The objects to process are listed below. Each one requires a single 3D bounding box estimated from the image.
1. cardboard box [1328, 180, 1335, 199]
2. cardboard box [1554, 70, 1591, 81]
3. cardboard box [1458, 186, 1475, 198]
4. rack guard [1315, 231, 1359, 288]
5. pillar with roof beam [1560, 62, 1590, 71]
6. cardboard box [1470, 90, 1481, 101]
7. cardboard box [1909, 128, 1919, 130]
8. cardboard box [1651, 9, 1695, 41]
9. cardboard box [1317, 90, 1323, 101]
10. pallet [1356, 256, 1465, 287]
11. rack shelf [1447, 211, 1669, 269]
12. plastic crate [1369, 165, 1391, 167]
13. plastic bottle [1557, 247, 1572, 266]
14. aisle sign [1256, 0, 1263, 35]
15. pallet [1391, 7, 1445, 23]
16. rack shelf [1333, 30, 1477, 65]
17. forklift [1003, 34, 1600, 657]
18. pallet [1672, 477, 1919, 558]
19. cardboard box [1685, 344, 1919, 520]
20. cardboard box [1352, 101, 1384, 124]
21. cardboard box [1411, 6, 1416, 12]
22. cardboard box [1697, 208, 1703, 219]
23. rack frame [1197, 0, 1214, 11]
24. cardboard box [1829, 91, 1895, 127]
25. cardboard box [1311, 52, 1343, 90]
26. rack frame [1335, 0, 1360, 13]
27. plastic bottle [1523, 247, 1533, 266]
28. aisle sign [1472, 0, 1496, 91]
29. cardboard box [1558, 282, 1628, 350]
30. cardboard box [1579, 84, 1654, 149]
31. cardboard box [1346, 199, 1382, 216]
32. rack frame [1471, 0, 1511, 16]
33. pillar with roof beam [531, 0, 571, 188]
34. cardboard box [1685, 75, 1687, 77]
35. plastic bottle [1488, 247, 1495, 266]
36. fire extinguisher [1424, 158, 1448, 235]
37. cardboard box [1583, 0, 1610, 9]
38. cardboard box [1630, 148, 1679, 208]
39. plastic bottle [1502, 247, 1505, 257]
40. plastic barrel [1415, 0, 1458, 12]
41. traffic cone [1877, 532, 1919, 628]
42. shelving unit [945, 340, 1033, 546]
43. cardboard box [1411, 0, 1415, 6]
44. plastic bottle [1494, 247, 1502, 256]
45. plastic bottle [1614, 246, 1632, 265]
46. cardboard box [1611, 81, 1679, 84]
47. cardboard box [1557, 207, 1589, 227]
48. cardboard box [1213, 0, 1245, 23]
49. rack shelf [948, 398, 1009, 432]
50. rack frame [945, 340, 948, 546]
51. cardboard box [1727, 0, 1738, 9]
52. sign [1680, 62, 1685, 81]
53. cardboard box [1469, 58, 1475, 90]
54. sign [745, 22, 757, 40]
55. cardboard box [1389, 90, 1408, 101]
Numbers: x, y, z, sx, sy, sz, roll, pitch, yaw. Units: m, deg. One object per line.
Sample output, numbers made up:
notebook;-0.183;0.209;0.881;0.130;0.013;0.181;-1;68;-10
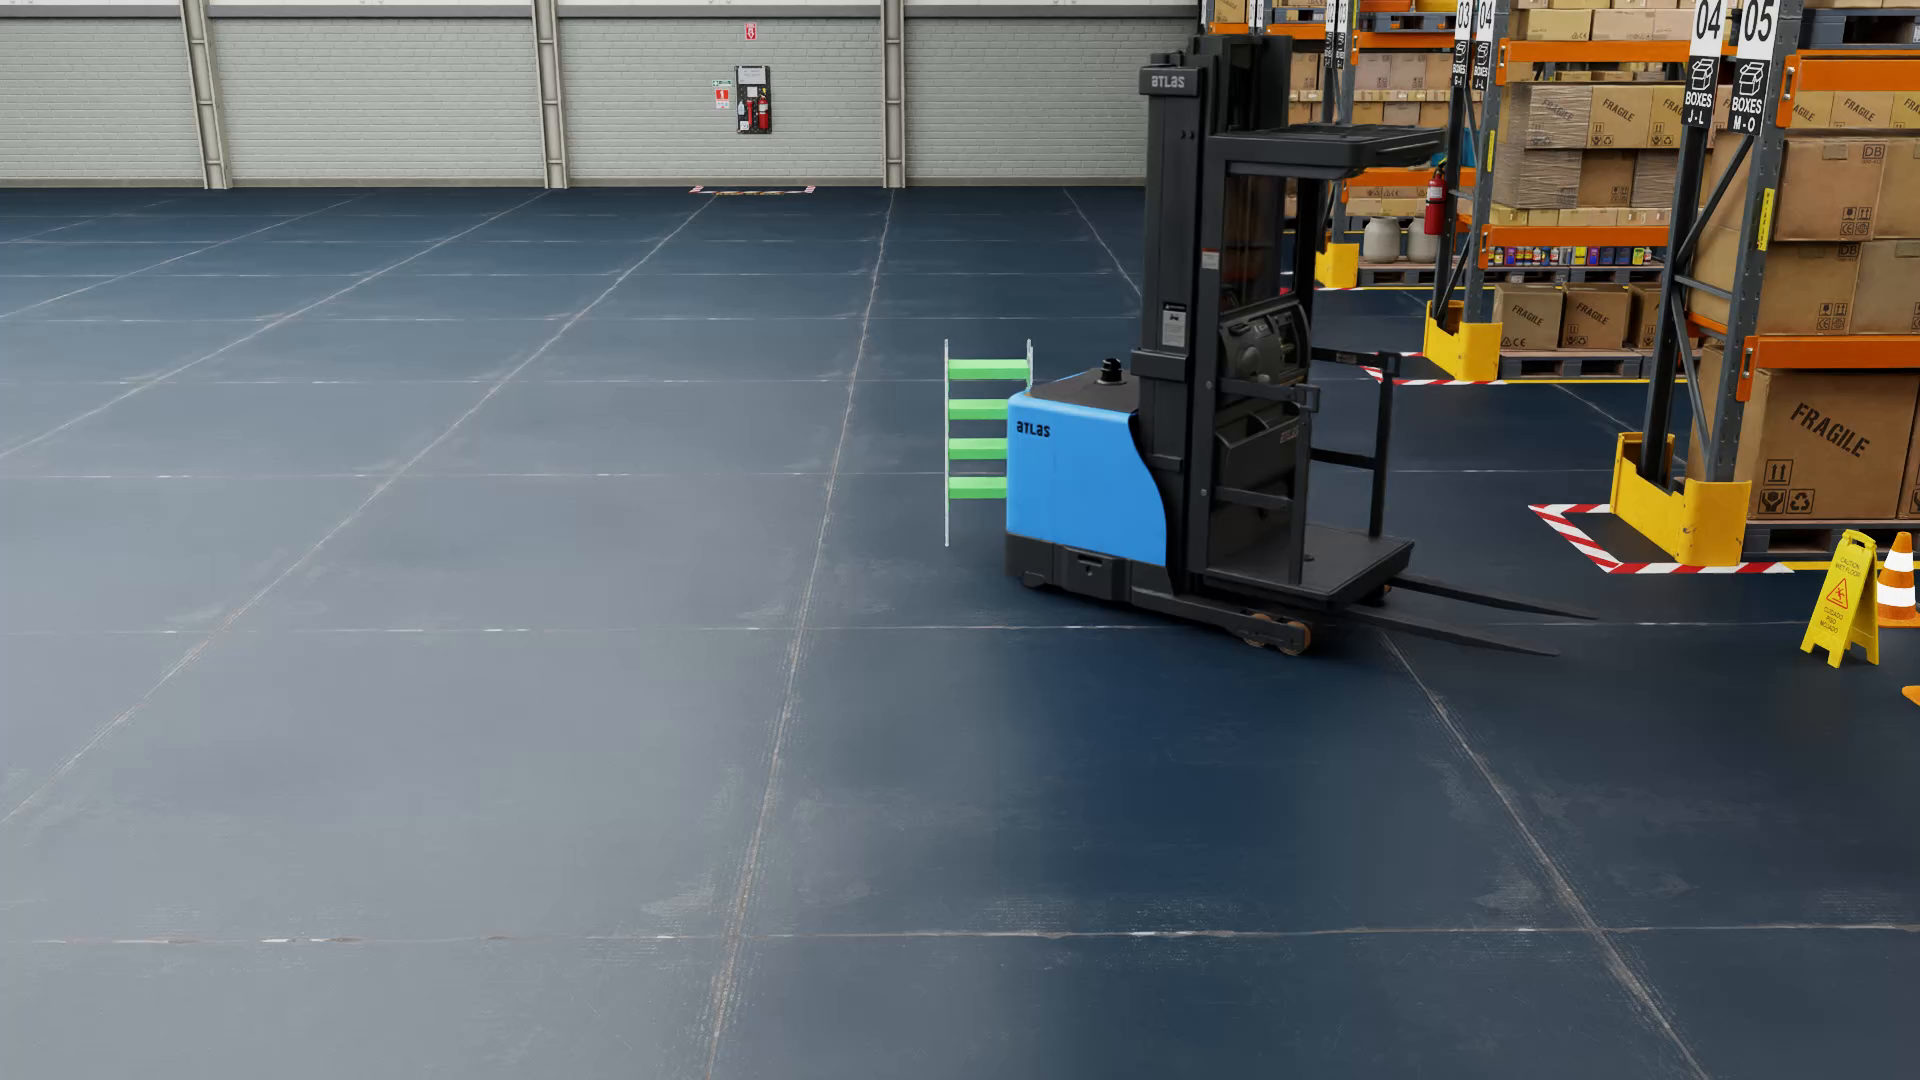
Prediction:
cardboard box;5.264;-5.180;23.871;0.500;0.500;0.500;0;18;-1
cardboard box;10.426;-7.785;28.521;0.500;0.500;0.700;0;18;-1
cardboard box;7.264;-5.194;23.914;0.500;0.500;0.500;0;18;-1
rack guard;4.374;-3.306;19.536;0.348;0.500;1.175;0;18;-1
pillar with roof beam;10.896;-9.346;24.449;0.400;9.000;9.100;0;18;-1
cardboard box;7.184;-6.299;23.549;0.250;0.149;0.380;0;18;-1
cardboard box;5.837;-2.021;9.424;0.550;0.550;0.875;0;18;-1
cardboard box;5.874;-4.255;13.735;0.500;0.250;0.500;0;18;-1
cardboard box;5.134;-6.290;23.519;0.250;0.149;0.380;0;18;-1
pallet;5.187;-3.171;19.587;1.213;0.211;1.003;0;18;-1
rack shelf;6.377;-2.636;14.532;4.000;0.370;1.077;0;18;-1
plastic crate;4.795;-4.505;19.423;0.616;0.251;0.499;0;18;-1
plastic bottle;6.982;-3.320;19.226;0.135;0.276;0.152;0;18;0
aisle sign;4.164;-7.139;23.134;0.004;0.787;0.394;0;18;-1
pallet;6.155;-7.383;23.386;1.213;0.211;1.003;0;18;-1
rack shelf;6.299;-5.577;18.790;4.000;0.370;1.077;0;18;-1
forklift;1.729;-1.007;8.388;3.031;2.935;1.130;13;22;34
pallet;5.153;-0.154;10.181;1.213;0.211;1.003;0;18;-1
cardboard box;5.031;-0.665;10.002;0.875;0.875;0.875;0;18;-1
cardboard box;5.713;-6.045;23.818;0.500;0.500;0.700;0;18;0
cardboard box;7.638;-8.934;27.881;0.500;0.500;0.500;0;18;1
cardboard box;6.167;-2.756;14.138;0.250;0.149;0.380;0;18;-1
rack frame;4.143;-10.364;27.624;0.127;3.000;1.000;0;18;-1
cardboard box;7.431;-3.565;13.961;0.500;0.500;0.500;0;18;-1
cardboard box;5.270;-6.663;23.619;0.500;0.500;0.700;-1;18;-2
rack frame;4.299;-7.338;18.191;0.127;3.000;1.000;0;18;-1
plastic bottle;6.559;-3.308;19.195;0.097;0.271;0.097;0;18;0
aisle sign;4.320;-4.115;13.709;0.004;0.787;0.394;0;18;-1
cardboard box;5.599;-1.990;14.745;0.500;0.500;0.500;4;18;14
cardboard box;5.431;-3.554;13.928;0.500;0.500;0.500;0;18;-1
cardboard box;5.764;-4.826;23.994;0.500;0.250;0.500;0;18;-1
rack frame;4.377;-5.826;13.476;0.127;3.000;1.000;0;18;-1
pillar with roof beam;-7.102;-9.259;24.179;0.400;9.000;9.100;0;18;-1
cardboard box;12.631;-7.669;28.360;0.500;0.500;0.500;0;18;1
plastic bottle;6.117;-3.306;19.188;0.097;0.271;0.097;0;18;0
fire extinguisher;4.255;-3.072;14.841;0.183;0.674;0.296;0;18;-1
cardboard box;5.167;-4.457;13.713;0.250;0.149;0.380;-1;18;-2
cardboard box;5.926;-3.181;14.402;0.500;0.500;0.875;0;18;-1
plastic bottle;6.520;-3.531;19.881;0.135;0.276;0.152;-1;18;-2
plastic barrel;5.437;-6.244;18.695;0.600;0.588;0.600;0;18;0
traffic cone;4.908;0.185;8.712;0.334;0.463;0.336;0;18;-1
shelving unit;0.166;-0.572;9.867;0.503;1.200;0.258;0;18;-1
cardboard box;6.575;-7.789;23.420;0.637;0.503;0.797;2;18;5
plastic bottle;6.383;-3.501;19.777;0.133;0.283;0.061;0;18;-1
plastic bottle;7.659;-3.358;19.221;0.185;0.351;0.144;-1;18;-2
cardboard box;5.923;-3.718;14.440;0.500;0.500;0.500;0;18;-1
cardboard box;5.166;-2.770;14.183;0.250;0.149;0.380;0;18;-1
cardboard box;4.481;-8.918;27.831;0.500;0.500;0.500;0;18;1
rack shelf;0.166;-0.740;9.813;0.480;0.148;0.258;0;18;-1
rack frame;-0.078;-0.571;9.863;0.015;1.200;0.240;0;18;-1
cardboard box;6.206;-4.458;13.715;0.250;0.149;0.380;0;18;-1
sign;12.160;-7.894;27.979;0.005;0.325;0.100;0;18;-1
cardboard box;7.275;-6.672;23.649;0.500;0.500;0.700;0;18;-1
sign;-3.652;-8.880;29.024;0.199;0.298;0.001;0;18;-1
cardboard box;6.157;-6.294;23.533;0.250;0.149;0.380;0;18;0
